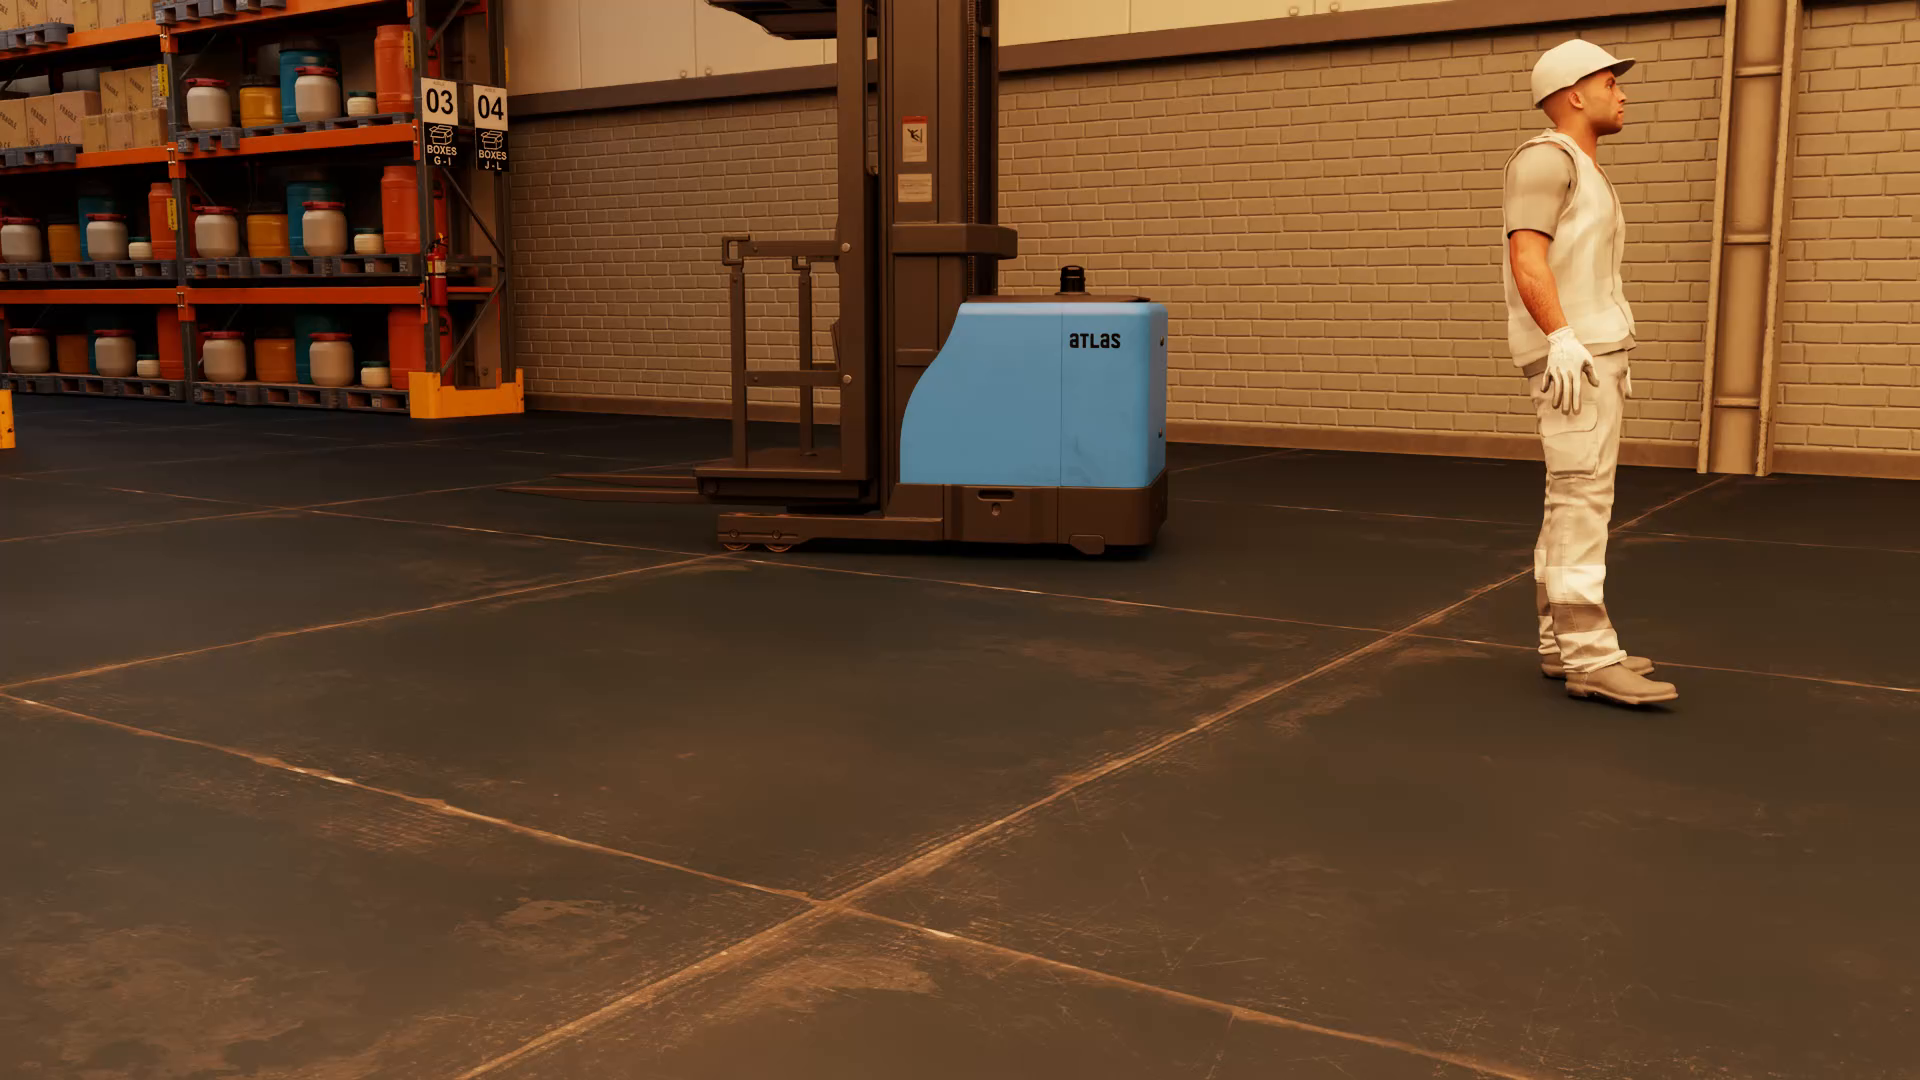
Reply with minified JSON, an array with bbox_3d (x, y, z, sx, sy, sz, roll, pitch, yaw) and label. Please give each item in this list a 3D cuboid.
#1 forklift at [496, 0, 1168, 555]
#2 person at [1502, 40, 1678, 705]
[{"bbox_3d":[-0.596,-1.469,7.520,3.031,2.935,1.130,2,8,12],"label":"forklift"},{"bbox_3d":[1.795,-0.488,4.631,0.564,1.787,0.637,5,10,32],"label":"person"}]
